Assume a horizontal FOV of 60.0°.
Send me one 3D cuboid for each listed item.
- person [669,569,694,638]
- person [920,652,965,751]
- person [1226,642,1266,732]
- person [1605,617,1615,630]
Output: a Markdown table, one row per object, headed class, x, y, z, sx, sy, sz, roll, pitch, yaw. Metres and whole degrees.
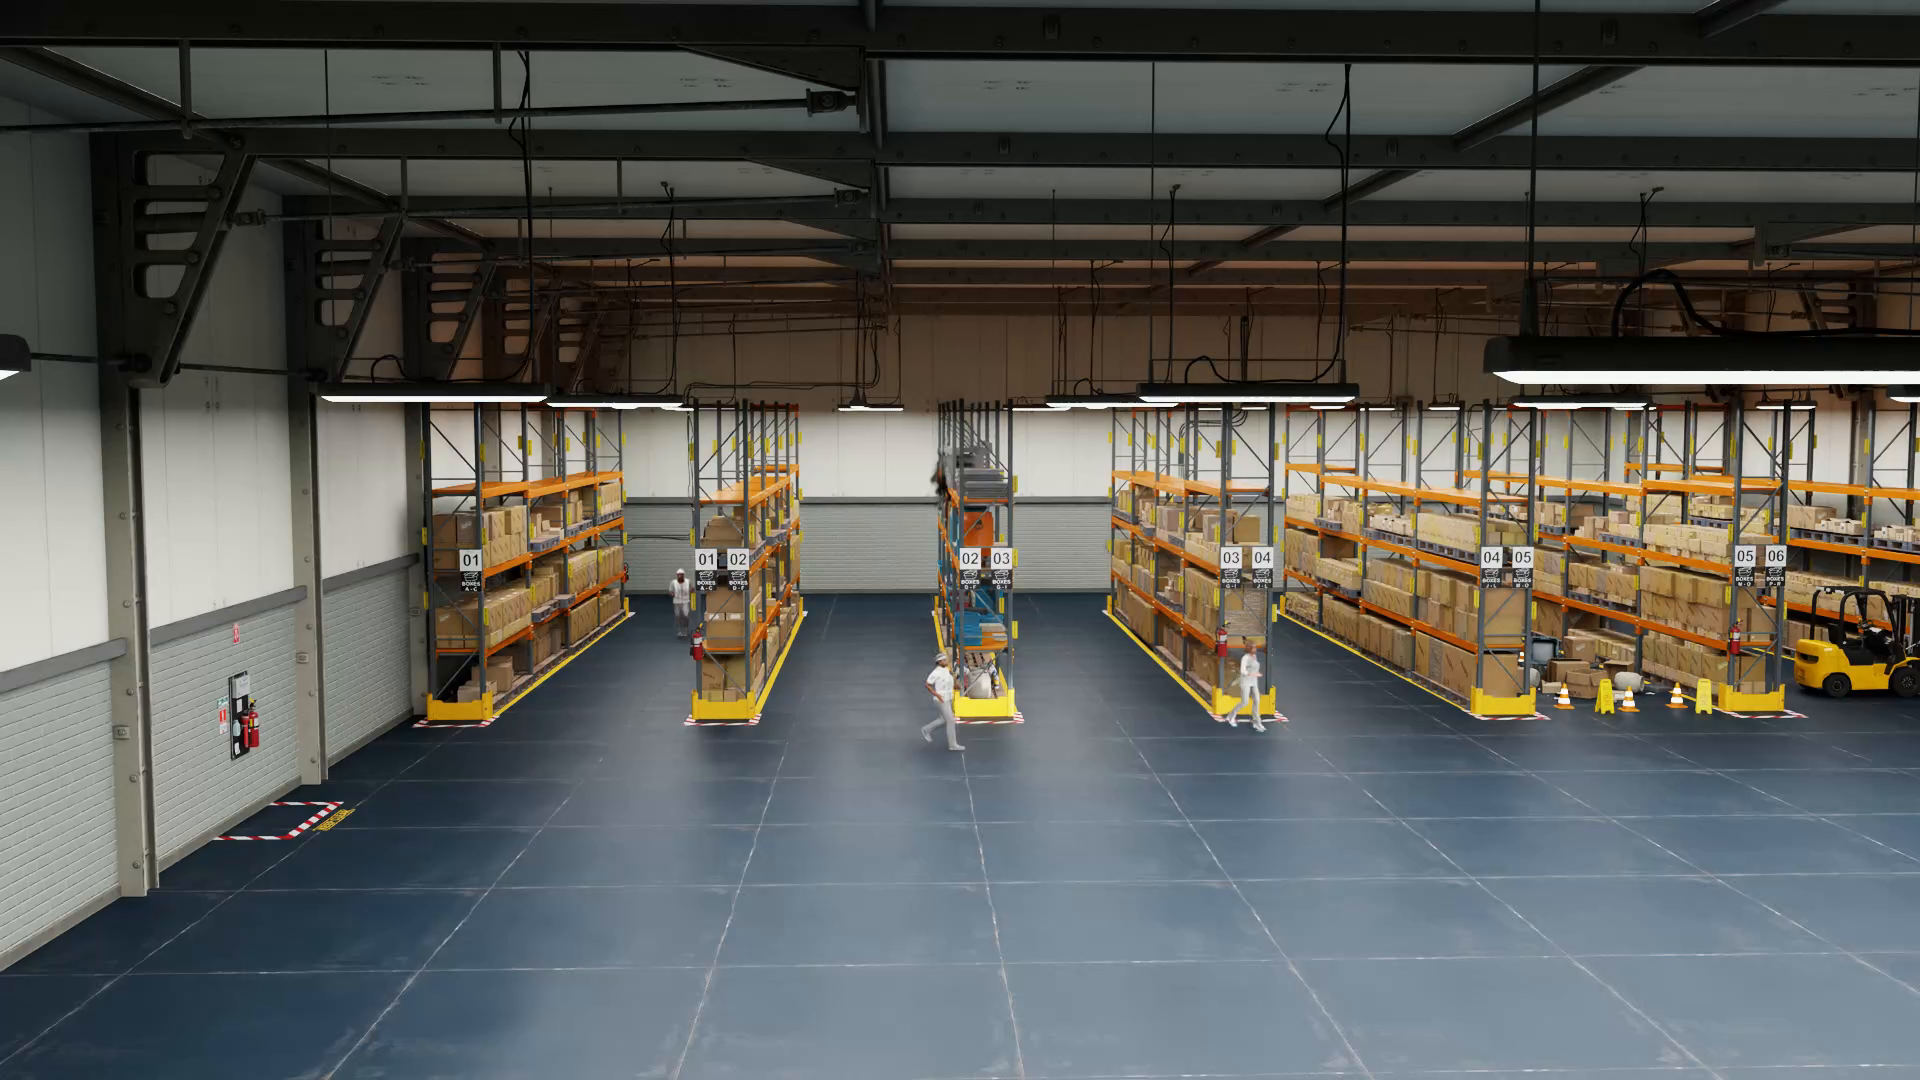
| class | x | y | z | sx | sy | sz | roll | pitch | yaw |
| --- | --- | --- | --- | --- | --- | --- | --- | --- | --- |
| person | -7.085 | 1.619 | 42.389 | 0.662 | 1.774 | 0.785 | -1 | 4 | -10 |
| person | -0.303 | 2.726 | 28.324 | 0.859 | 1.672 | 0.587 | 2 | 5 | 23 |
| person | 5.199 | 2.636 | 30.096 | 0.772 | 1.625 | 0.560 | 4 | 6 | 40 |
| person | 17.055 | 1.580 | 43.893 | 0.594 | 1.649 | 0.644 | -1 | 4 | -7 |
